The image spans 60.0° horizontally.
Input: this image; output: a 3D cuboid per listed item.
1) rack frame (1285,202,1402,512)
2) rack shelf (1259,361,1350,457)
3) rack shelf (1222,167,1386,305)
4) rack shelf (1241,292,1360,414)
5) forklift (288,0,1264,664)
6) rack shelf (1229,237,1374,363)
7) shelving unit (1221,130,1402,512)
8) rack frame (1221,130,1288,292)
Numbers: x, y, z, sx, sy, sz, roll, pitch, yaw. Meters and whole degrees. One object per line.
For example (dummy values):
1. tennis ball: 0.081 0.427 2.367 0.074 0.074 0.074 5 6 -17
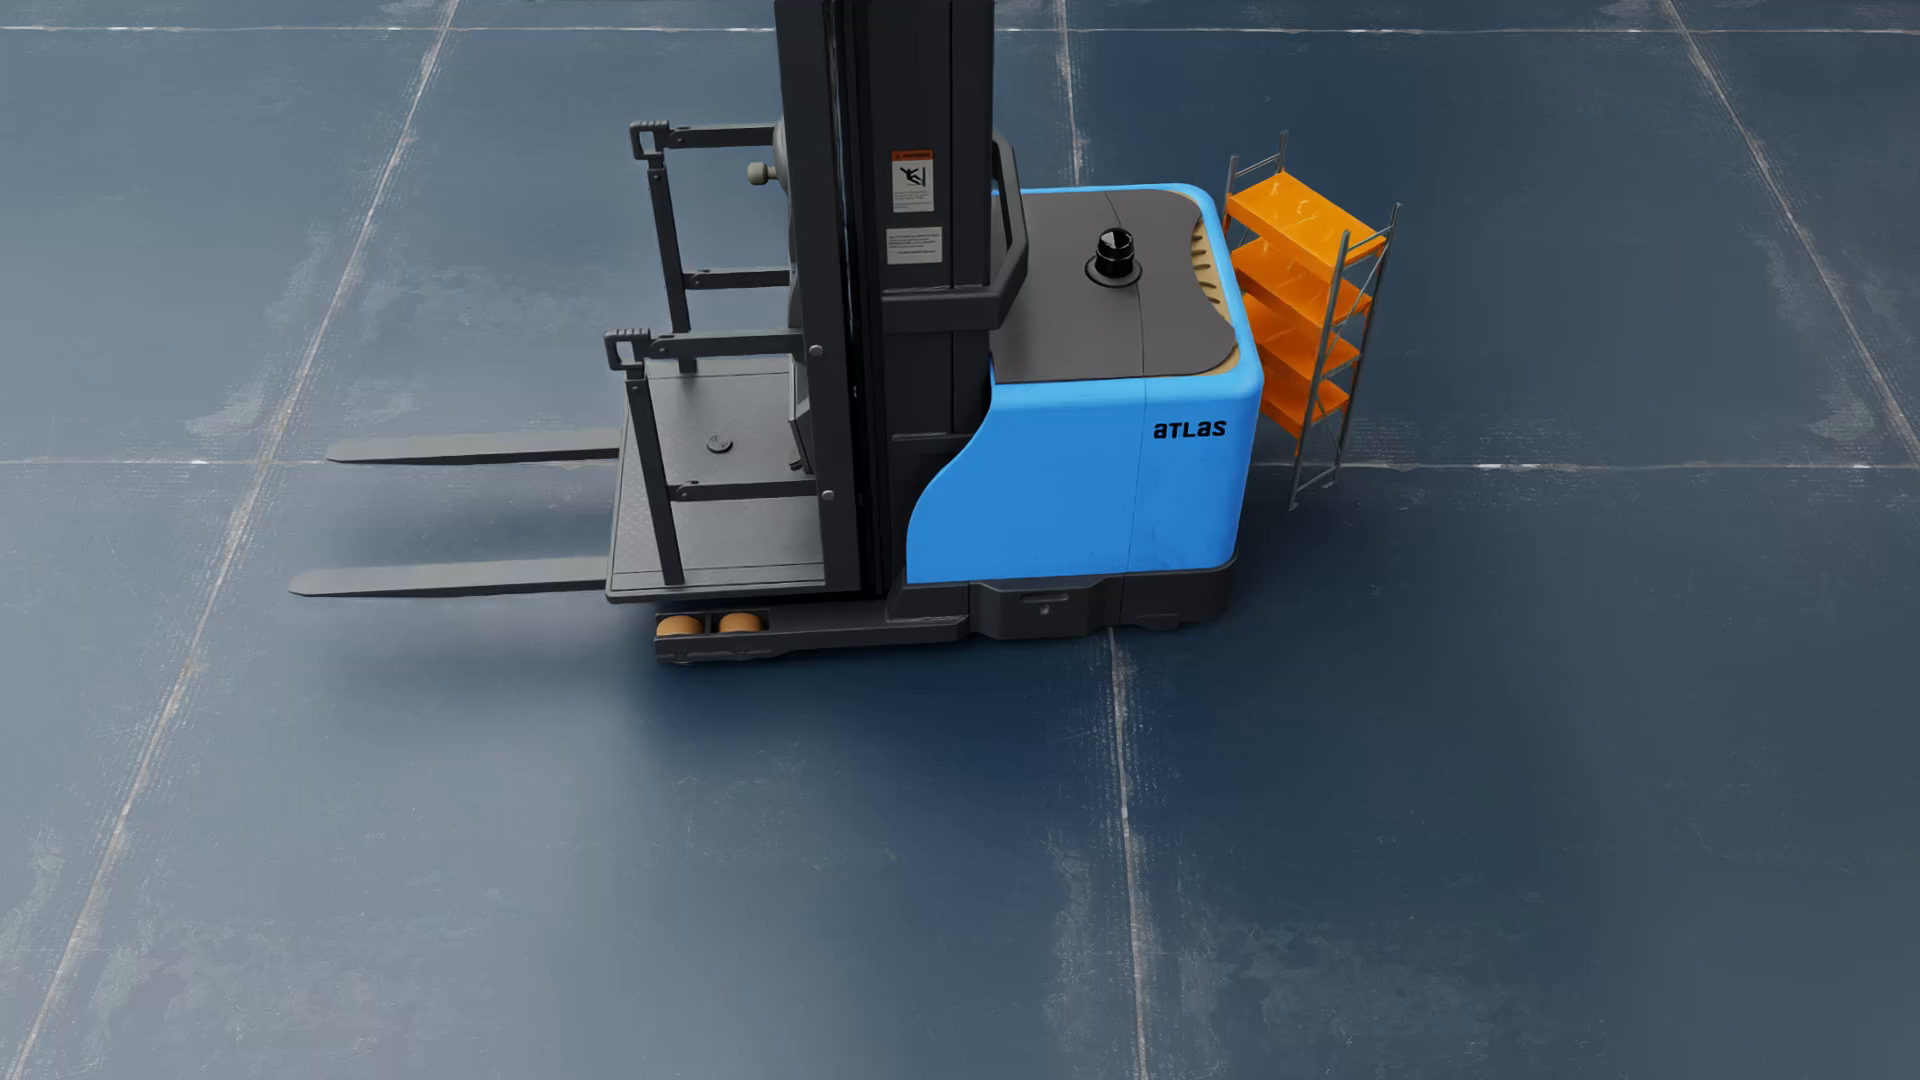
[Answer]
1. rack frame: 1.245 -0.563 5.455 0.240 1.200 0.015 -29 53 -24
2. rack shelf: 1.099 -0.525 5.782 0.258 0.148 0.480 -29 53 -24
3. rack shelf: 1.099 -0.974 5.300 0.258 0.148 0.480 -29 53 -24
4. rack shelf: 1.099 -0.661 5.637 0.258 0.148 0.480 -29 53 -24
5. forklift: -0.652 -1.001 4.679 3.031 2.935 1.130 -3 47 -3
6. rack shelf: 1.099 -0.813 5.473 0.258 0.148 0.480 -29 53 -24
7. shelving unit: 1.099 -0.706 5.588 0.258 1.200 0.503 -29 53 -24
8. rack frame: 0.952 -0.849 5.721 0.240 1.200 0.015 -29 53 -24
